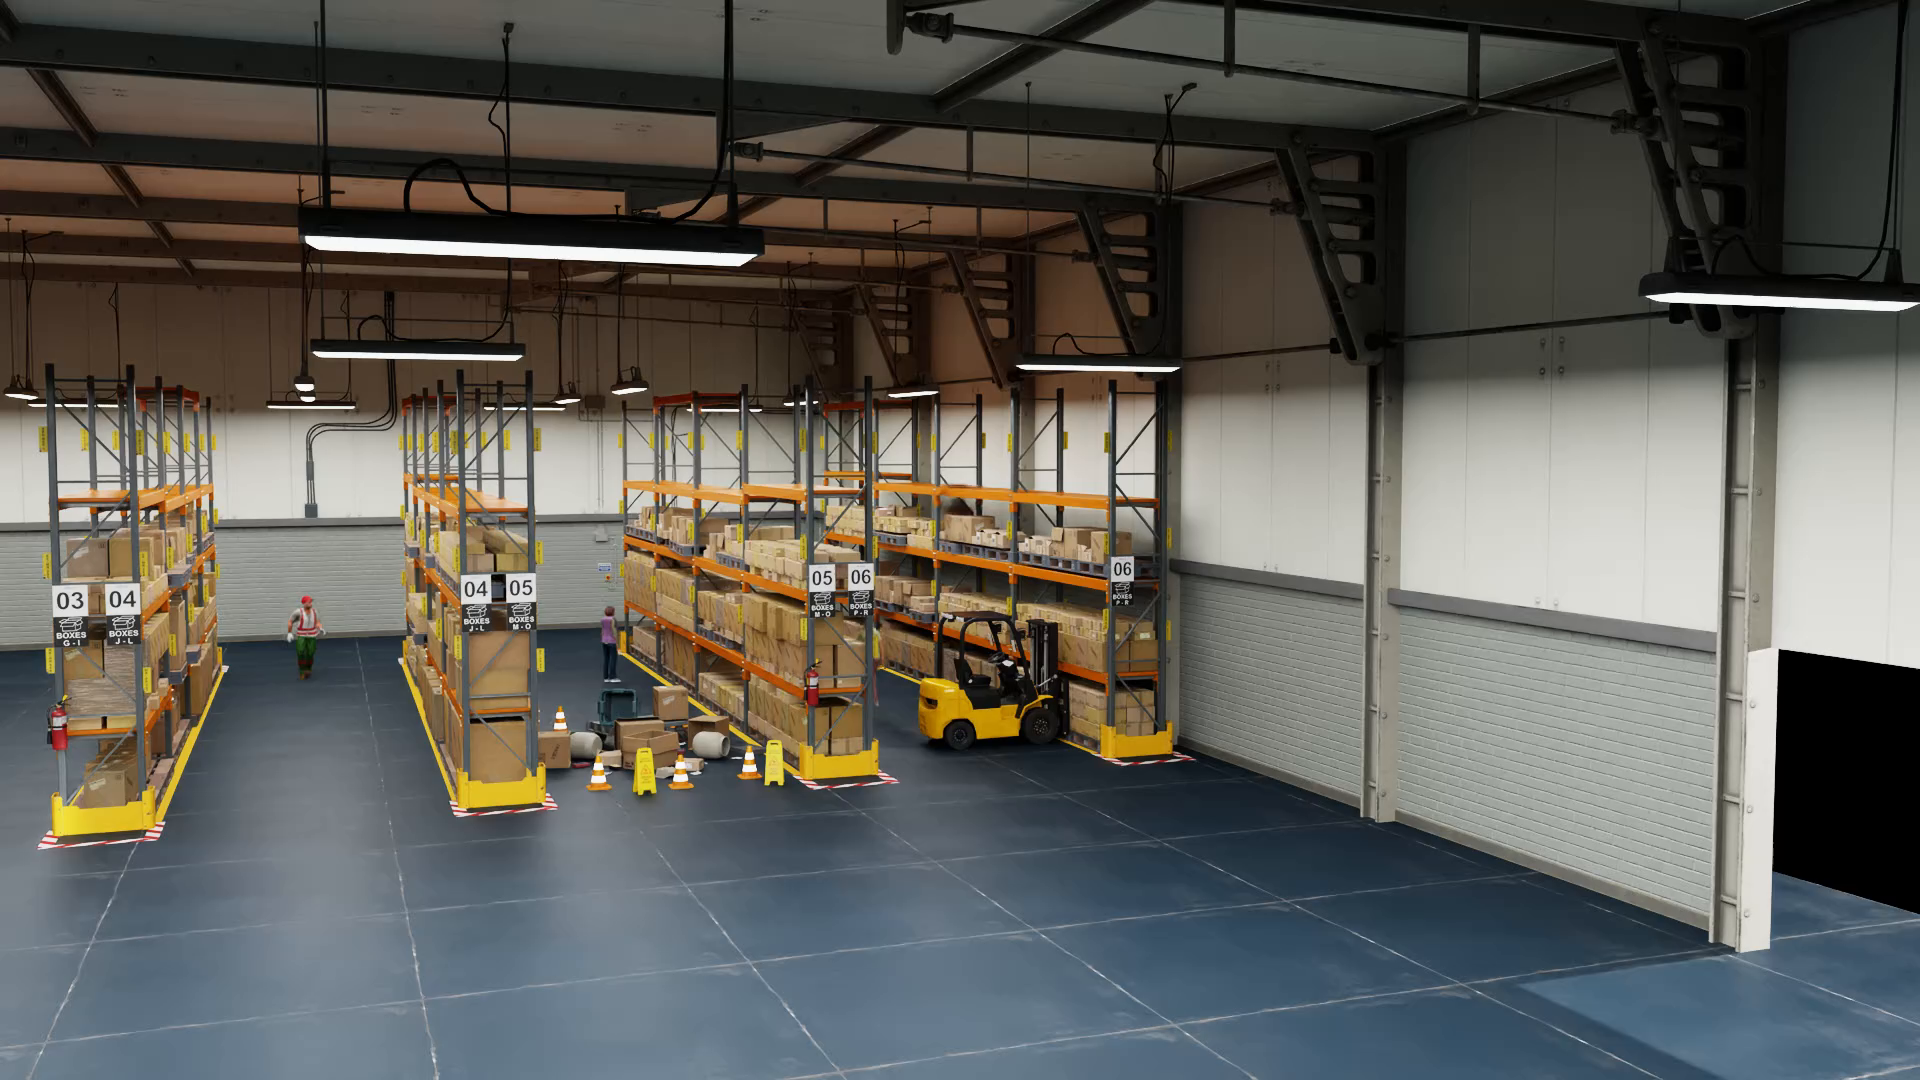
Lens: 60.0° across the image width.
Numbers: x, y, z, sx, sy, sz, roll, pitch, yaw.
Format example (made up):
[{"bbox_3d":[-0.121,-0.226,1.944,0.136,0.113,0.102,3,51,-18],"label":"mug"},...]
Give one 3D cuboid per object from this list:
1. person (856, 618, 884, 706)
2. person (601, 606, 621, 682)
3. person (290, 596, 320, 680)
[{"bbox_3d":[-1.665,2.220,30.329,0.469,1.691,0.727,-1,4,-23],"label":"person"},{"bbox_3d":[-7.285,2.167,34.663,0.472,1.600,0.333,2,4,35],"label":"person"},{"bbox_3d":[-13.964,2.091,35.492,0.594,1.812,0.877,-1,4,-19],"label":"person"}]
